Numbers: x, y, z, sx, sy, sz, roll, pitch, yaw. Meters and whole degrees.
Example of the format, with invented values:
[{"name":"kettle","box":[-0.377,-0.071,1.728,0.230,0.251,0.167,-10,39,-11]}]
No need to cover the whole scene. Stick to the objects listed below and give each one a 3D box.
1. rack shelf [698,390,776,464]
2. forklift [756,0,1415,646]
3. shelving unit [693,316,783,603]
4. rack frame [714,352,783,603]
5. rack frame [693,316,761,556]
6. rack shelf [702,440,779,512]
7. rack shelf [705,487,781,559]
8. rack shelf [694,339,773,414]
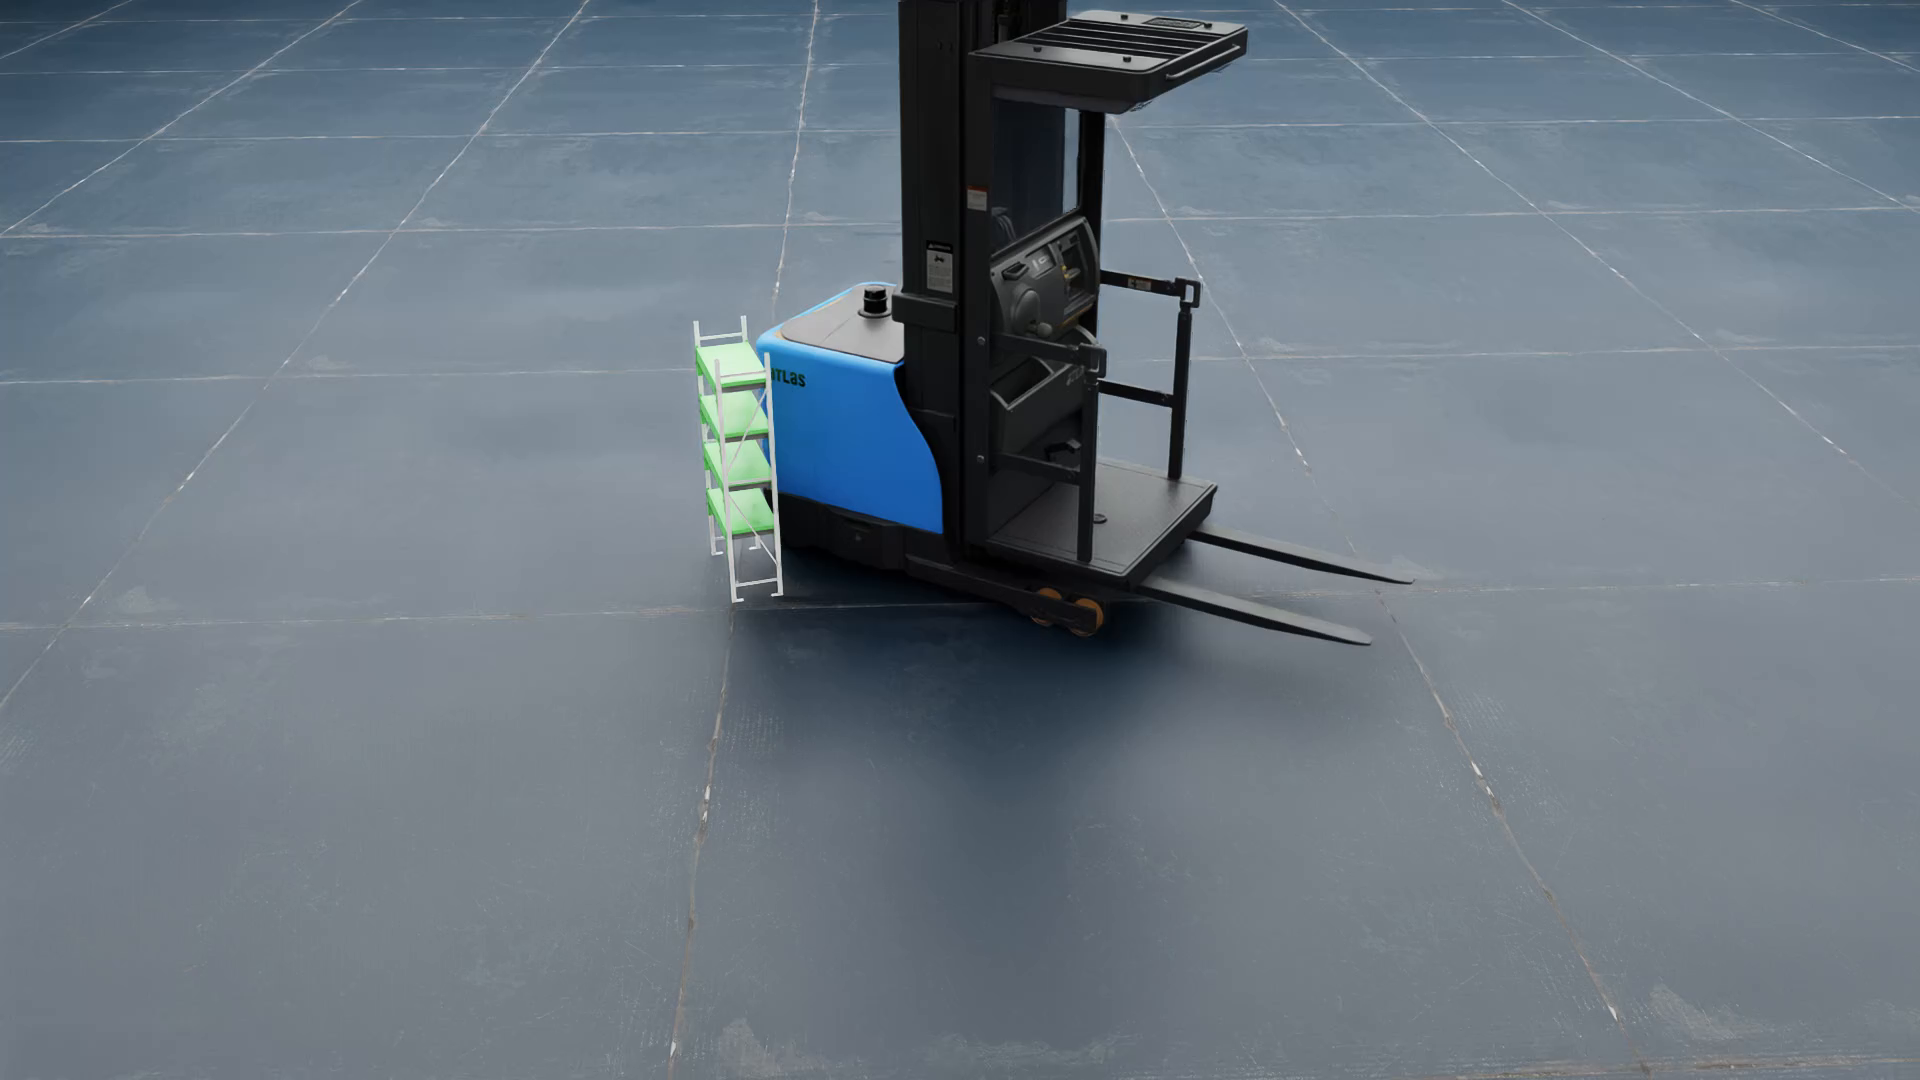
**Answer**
[{"name":"rack shelf","box":[-1.019,-0.525,7.579,0.258,0.148,0.480,-9,29,-16]},{"name":"forklift","box":[0.563,-1.149,7.284,3.031,2.935,1.130,15,31,26]},{"name":"shelving unit","box":[-1.019,-0.369,7.660,0.258,1.200,0.503,-9,29,-16]},{"name":"rack frame","box":[-0.942,-0.262,7.455,0.240,1.200,0.015,-9,29,-16]},{"name":"rack frame","box":[-1.096,-0.476,7.865,0.240,1.200,0.015,-9,29,-16]},{"name":"rack shelf","box":[-1.019,-0.312,7.690,0.258,0.148,0.480,-9,29,-16]},{"name":"rack shelf","box":[-1.019,-0.100,7.801,0.258,0.148,0.480,-9,29,-16]},{"name":"rack shelf","box":[-1.019,-0.738,7.468,0.258,0.148,0.480,-9,29,-16]}]
